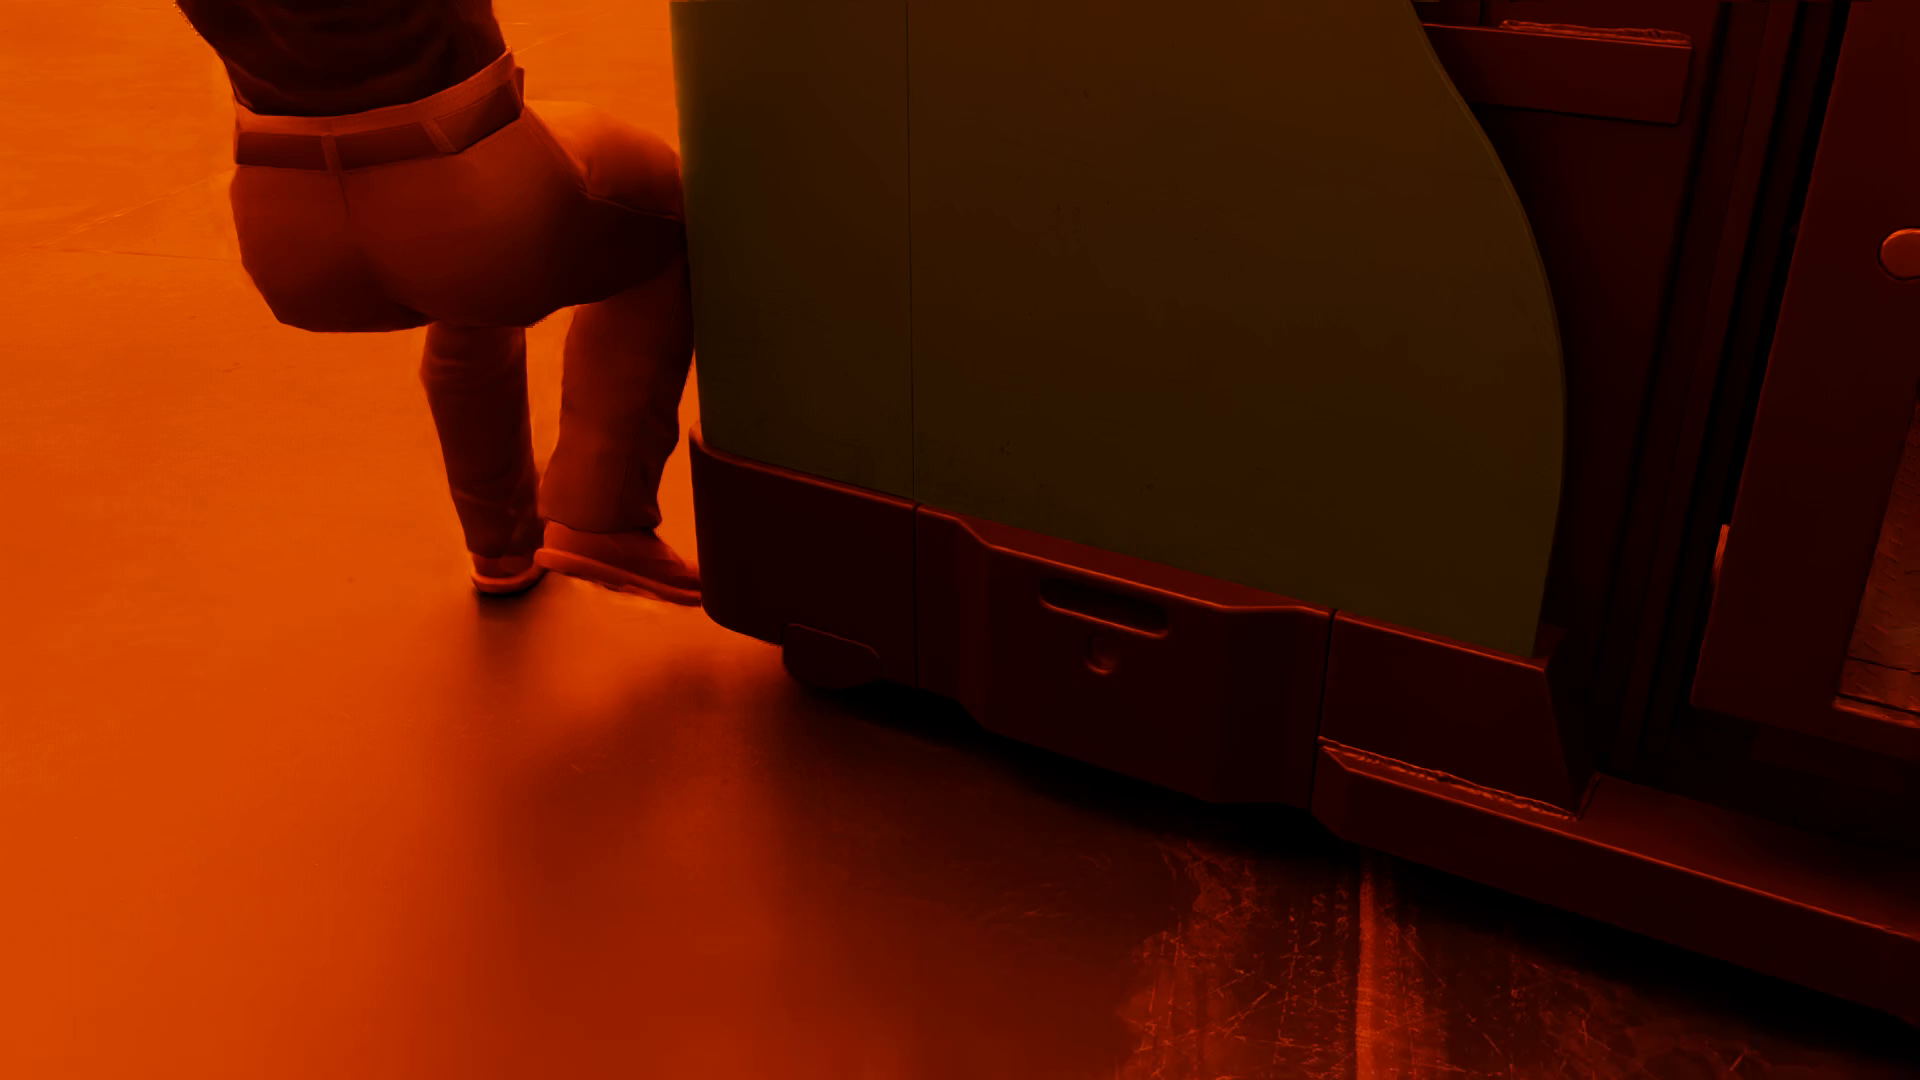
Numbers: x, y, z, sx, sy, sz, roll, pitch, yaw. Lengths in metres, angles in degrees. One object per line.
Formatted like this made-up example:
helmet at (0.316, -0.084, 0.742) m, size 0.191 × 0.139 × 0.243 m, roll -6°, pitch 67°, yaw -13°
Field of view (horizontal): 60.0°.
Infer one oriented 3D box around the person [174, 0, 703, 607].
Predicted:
person at (-0.532, -0.500, 1.905) m, size 1.017 × 1.418 × 0.786 m, roll 5°, pitch 27°, yaw 9°

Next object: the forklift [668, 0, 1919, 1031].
forklift at (1.193, -1.012, 1.252) m, size 3.031 × 2.935 × 1.130 m, roll 15°, pitch 30°, yaw 27°
